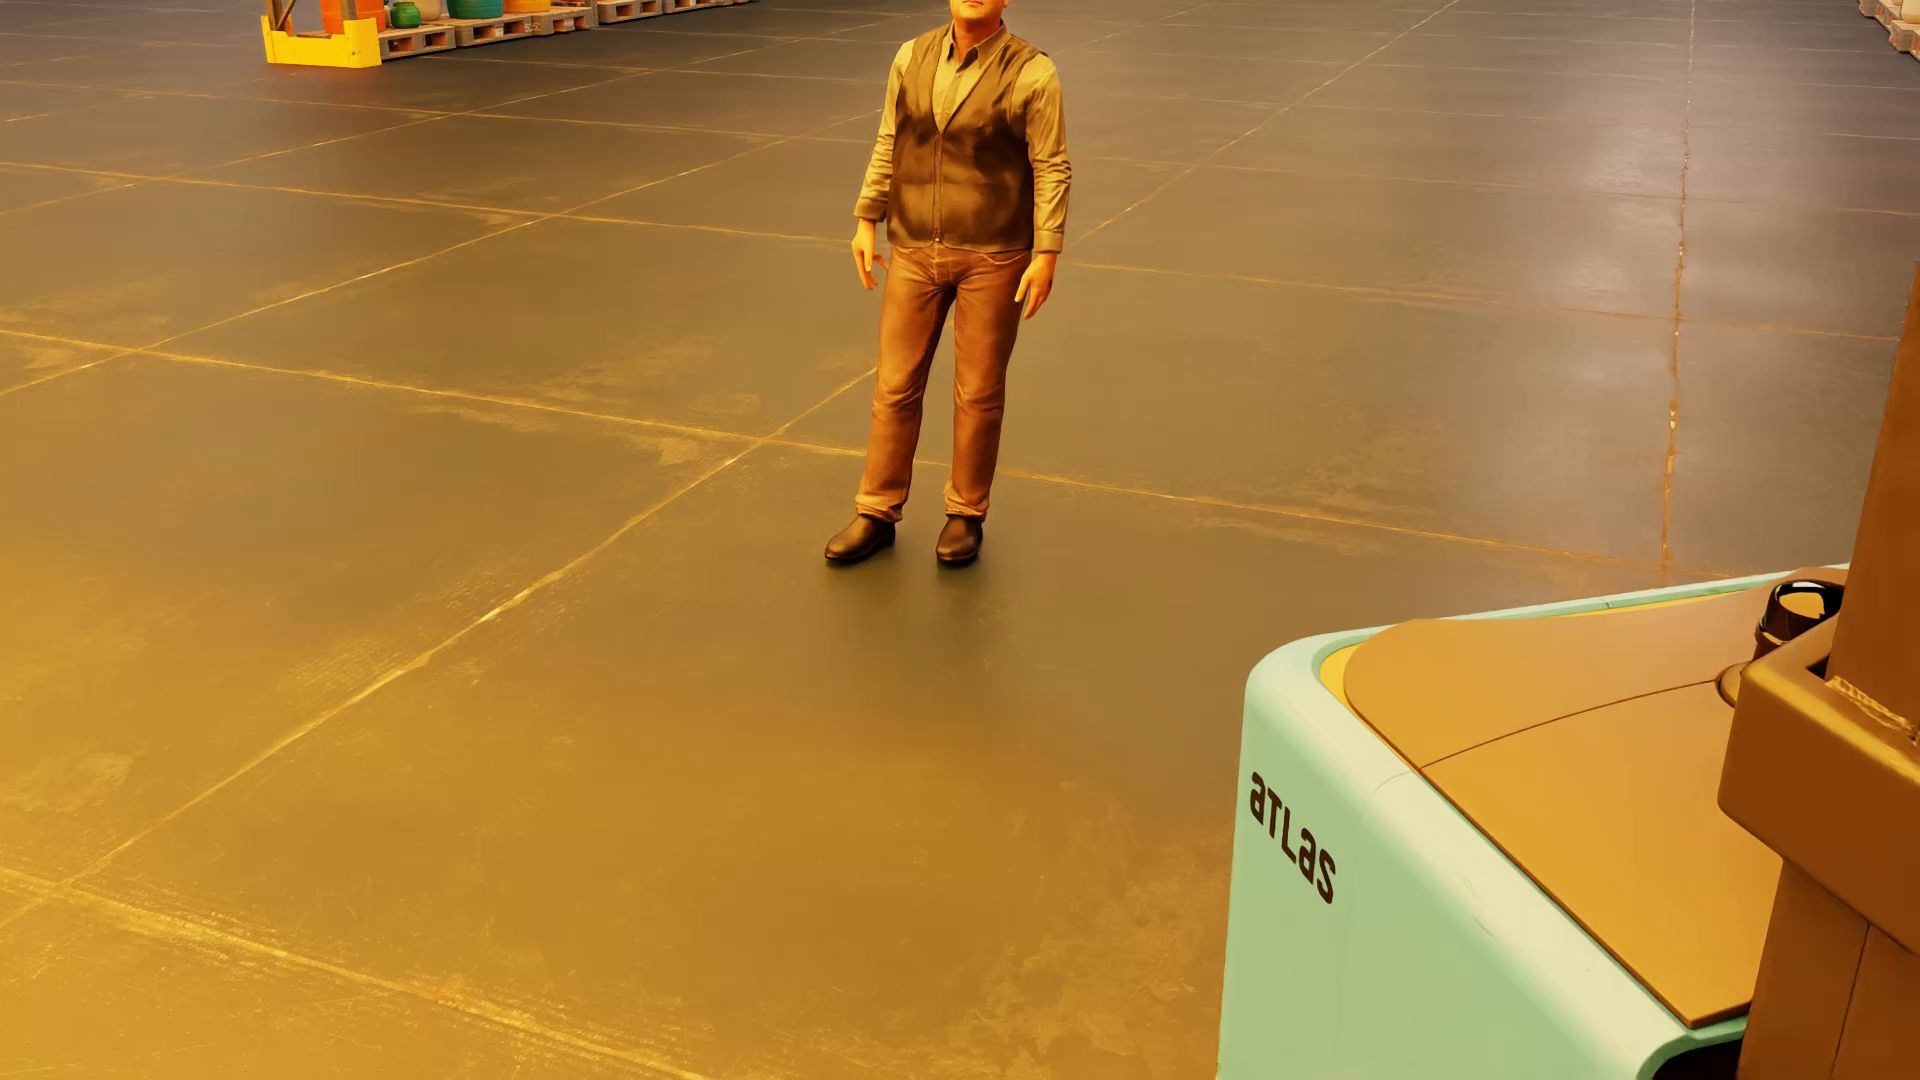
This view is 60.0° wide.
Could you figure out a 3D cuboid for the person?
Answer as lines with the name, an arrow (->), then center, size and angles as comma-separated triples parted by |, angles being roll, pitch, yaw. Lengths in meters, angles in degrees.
person -> -0.031, -0.780, 4.707 | 0.633, 1.722, 0.566 | 9, 24, 21
